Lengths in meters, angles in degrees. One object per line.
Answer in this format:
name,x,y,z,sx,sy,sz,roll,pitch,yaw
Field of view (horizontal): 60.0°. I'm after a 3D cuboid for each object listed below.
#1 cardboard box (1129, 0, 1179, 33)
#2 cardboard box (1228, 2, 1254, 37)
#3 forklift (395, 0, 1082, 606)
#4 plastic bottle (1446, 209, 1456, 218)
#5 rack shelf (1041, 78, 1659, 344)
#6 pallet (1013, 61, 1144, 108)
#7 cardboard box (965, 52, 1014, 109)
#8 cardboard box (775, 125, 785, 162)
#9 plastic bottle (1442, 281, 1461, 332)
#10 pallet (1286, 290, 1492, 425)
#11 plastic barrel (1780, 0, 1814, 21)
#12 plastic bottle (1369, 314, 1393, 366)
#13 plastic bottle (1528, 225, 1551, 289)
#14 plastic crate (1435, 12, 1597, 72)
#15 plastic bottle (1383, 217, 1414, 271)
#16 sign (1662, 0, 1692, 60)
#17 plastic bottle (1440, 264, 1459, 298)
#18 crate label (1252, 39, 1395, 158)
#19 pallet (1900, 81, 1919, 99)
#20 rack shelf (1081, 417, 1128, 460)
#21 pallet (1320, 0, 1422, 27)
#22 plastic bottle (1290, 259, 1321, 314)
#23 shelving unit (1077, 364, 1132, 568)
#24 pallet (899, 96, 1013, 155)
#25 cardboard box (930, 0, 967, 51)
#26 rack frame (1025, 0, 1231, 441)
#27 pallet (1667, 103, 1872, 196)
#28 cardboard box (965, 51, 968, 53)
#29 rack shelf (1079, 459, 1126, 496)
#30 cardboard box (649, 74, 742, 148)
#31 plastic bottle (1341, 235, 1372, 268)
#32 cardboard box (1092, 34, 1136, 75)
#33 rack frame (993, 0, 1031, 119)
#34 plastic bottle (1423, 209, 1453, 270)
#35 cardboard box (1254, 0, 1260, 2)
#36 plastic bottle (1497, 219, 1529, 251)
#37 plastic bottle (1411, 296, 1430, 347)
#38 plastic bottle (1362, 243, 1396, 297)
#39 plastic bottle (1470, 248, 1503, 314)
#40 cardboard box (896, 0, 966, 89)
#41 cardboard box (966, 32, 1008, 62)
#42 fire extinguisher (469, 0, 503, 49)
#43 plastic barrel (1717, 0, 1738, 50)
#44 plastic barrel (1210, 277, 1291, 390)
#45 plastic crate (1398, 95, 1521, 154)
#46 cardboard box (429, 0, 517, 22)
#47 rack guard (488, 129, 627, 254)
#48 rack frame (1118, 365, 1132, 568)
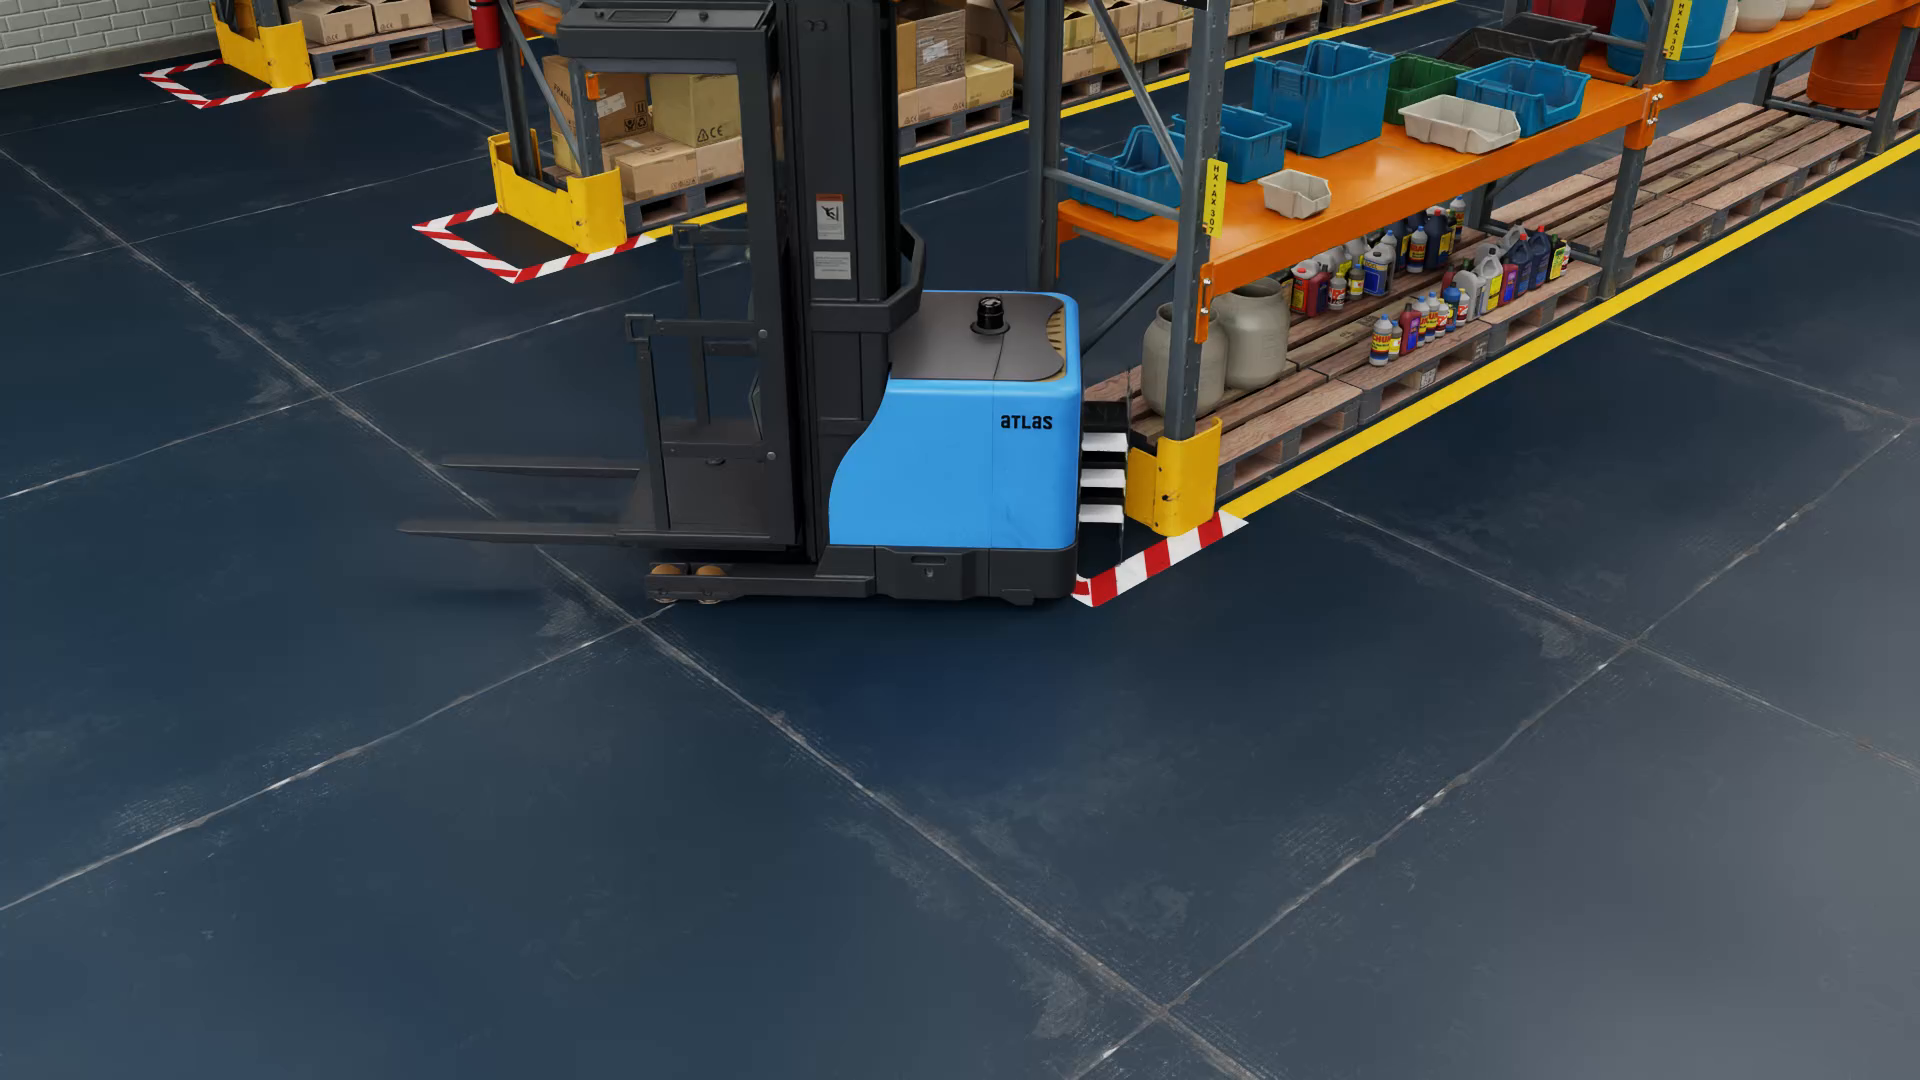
cardboard box,1.482,-4.491,13.914,0.500,0.311,0.500,-27,41,-37
cardboard box,2.227,-4.618,14.660,0.500,0.250,0.500,-25,39,-34
forklift,-0.986,-1.243,6.974,3.031,2.935,1.130,1,31,2
plastic bottle,3.019,-1.951,10.325,0.097,0.201,0.097,0,31,0
rack shelf,2.159,-1.922,8.707,4.000,0.370,1.077,-26,40,-35
pallet,0.774,-3.921,13.960,1.213,0.211,1.003,-26,40,-35
cardboard box,0.069,-3.592,12.983,0.500,0.250,0.500,-26,40,-35
cardboard box,-1.397,-2.883,11.822,0.500,0.250,0.500,-26,40,-35
plastic bottle,2.707,-1.296,9.188,0.097,0.271,0.097,0,31,0
pallet,2.210,-1.091,9.332,1.213,0.211,1.003,-26,40,-35
plastic barrel,5.331,-3.665,10.739,0.433,0.535,0.433,0,31,0
plastic bottle,2.234,-1.067,8.813,0.097,0.271,0.097,0,31,0
plastic bottle,3.349,-1.657,9.702,0.185,0.351,0.144,-27,41,-37
plastic crate,3.155,-2.775,9.472,0.504,0.338,0.767,-26,40,-35
plastic bottle,2.613,-1.801,9.938,0.144,0.351,0.185,27,41,37
sign,3.991,-2.842,9.257,0.005,0.325,0.100,-26,40,-35
plastic bottle,2.777,-1.430,9.395,0.133,0.283,0.061,-26,40,-35
crate label,1.858,-2.291,8.587,0.616,0.435,0.502,-26,40,-35
pallet,8.003,-3.893,13.915,1.213,0.211,1.003,-26,40,-35
rack shelf,0.634,-0.449,7.341,0.200,0.077,0.258,1,31,2
pallet,3.767,-5.314,16.238,1.213,0.211,1.003,-26,40,-35
plastic bottle,1.944,-1.443,9.424,0.135,0.276,0.152,-25,40,-35
shelving unit,0.634,-0.324,7.417,0.210,0.900,0.258,1,31,2
pallet,-0.351,-3.379,13.073,1.213,0.211,1.003,-26,40,-35
cardboard box,-0.293,-4.116,13.120,0.500,0.500,0.500,-26,40,-35
rack frame,0.692,-1.519,7.359,0.127,3.000,1.000,-26,40,-35
pallet,5.964,-2.907,12.302,1.213,0.211,1.003,-26,40,-35
cardboard box,-0.286,-3.792,13.309,0.500,0.250,0.500,-26,40,-35
rack shelf,0.634,-0.296,7.435,0.200,0.077,0.258,1,31,2
cardboard box,-1.763,-3.025,11.336,0.500,0.500,0.500,-26,40,-35
plastic bottle,2.301,-1.650,9.691,0.185,0.351,0.144,-26,40,-36
cardboard box,1.100,-4.070,13.763,0.500,0.250,0.500,-25,39,-34
rack frame,0.260,-4.834,12.781,0.127,3.000,1.000,-26,40,-35
plastic bottle,2.849,-1.813,9.957,0.185,0.351,0.144,-26,40,-35
cardboard box,2.600,-5.032,14.799,0.500,0.311,0.500,-27,40,-36
plastic bottle,3.251,-1.712,9.792,0.185,0.351,0.144,-26,40,-35
plastic bottle,2.485,-1.189,9.012,0.097,0.271,0.097,0,31,0
plastic bottle,2.420,-1.571,9.633,0.135,0.276,0.152,-26,40,-35
plastic bottle,2.972,-1.474,9.403,0.185,0.351,0.144,-26,40,-36
cardboard box,-0.306,-3.739,12.504,0.500,0.500,0.500,-26,40,-35
cardboard box,0.367,-4.098,13.810,0.500,0.250,0.500,-26,40,-36
fire extinguisher,-3.075,-3.518,10.703,0.183,0.674,0.296,-26,40,-35
plastic barrel,4.476,-3.252,10.062,0.433,0.535,0.433,0,31,0
plastic barrel,1.491,-1.078,8.619,0.421,0.512,0.421,0,31,0
plastic crate,2.607,-2.153,8.648,0.437,0.136,0.530,-26,40,-35
cardboard box,-4.485,-5.085,15.164,0.700,0.500,0.500,26,40,36
rack guard,-2.690,-2.341,11.098,0.348,0.500,1.175,-26,40,-35
rack frame,0.736,-0.322,7.413,0.006,0.900,0.240,1,31,2
